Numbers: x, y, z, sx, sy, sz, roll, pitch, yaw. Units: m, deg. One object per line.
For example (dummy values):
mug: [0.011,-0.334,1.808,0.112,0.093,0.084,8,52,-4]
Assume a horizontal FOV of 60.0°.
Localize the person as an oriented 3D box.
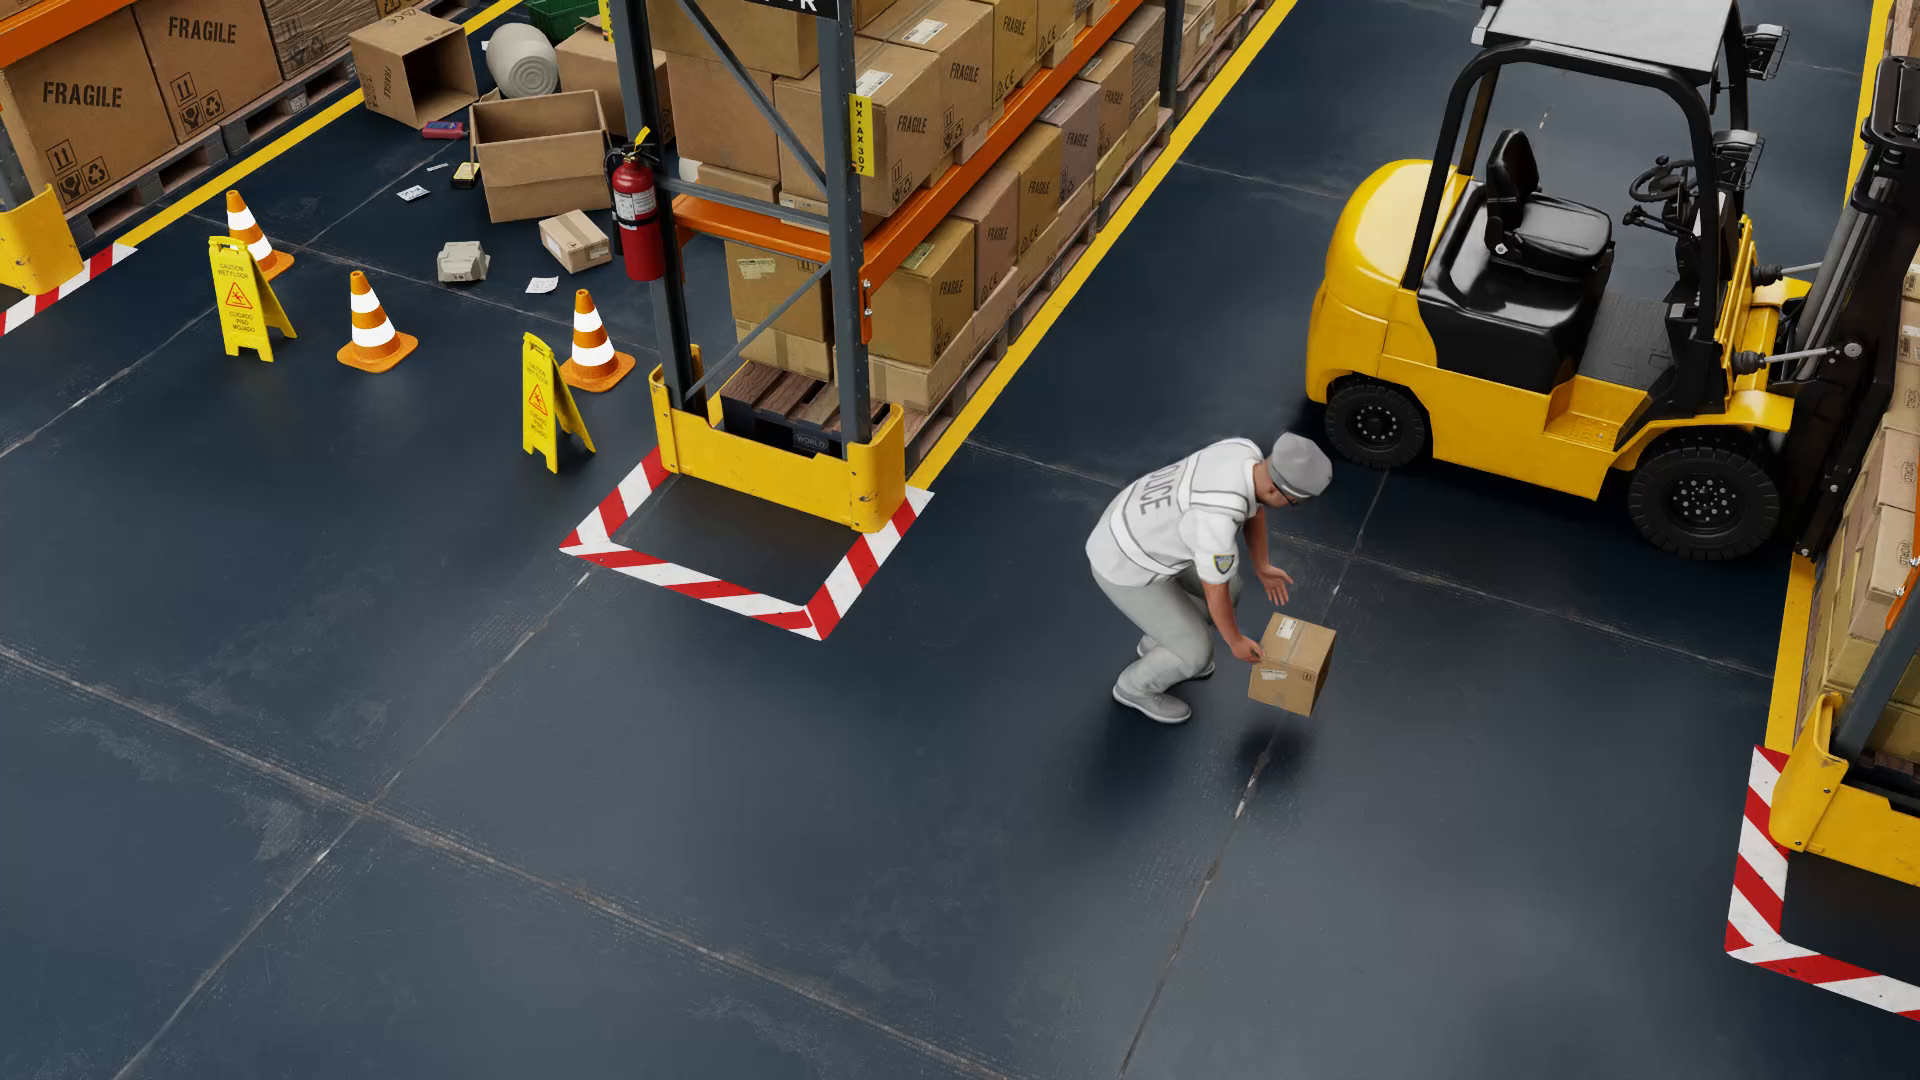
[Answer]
person: [0.924,0.095,6.375,0.851,1.324,0.589,17,45,18]
